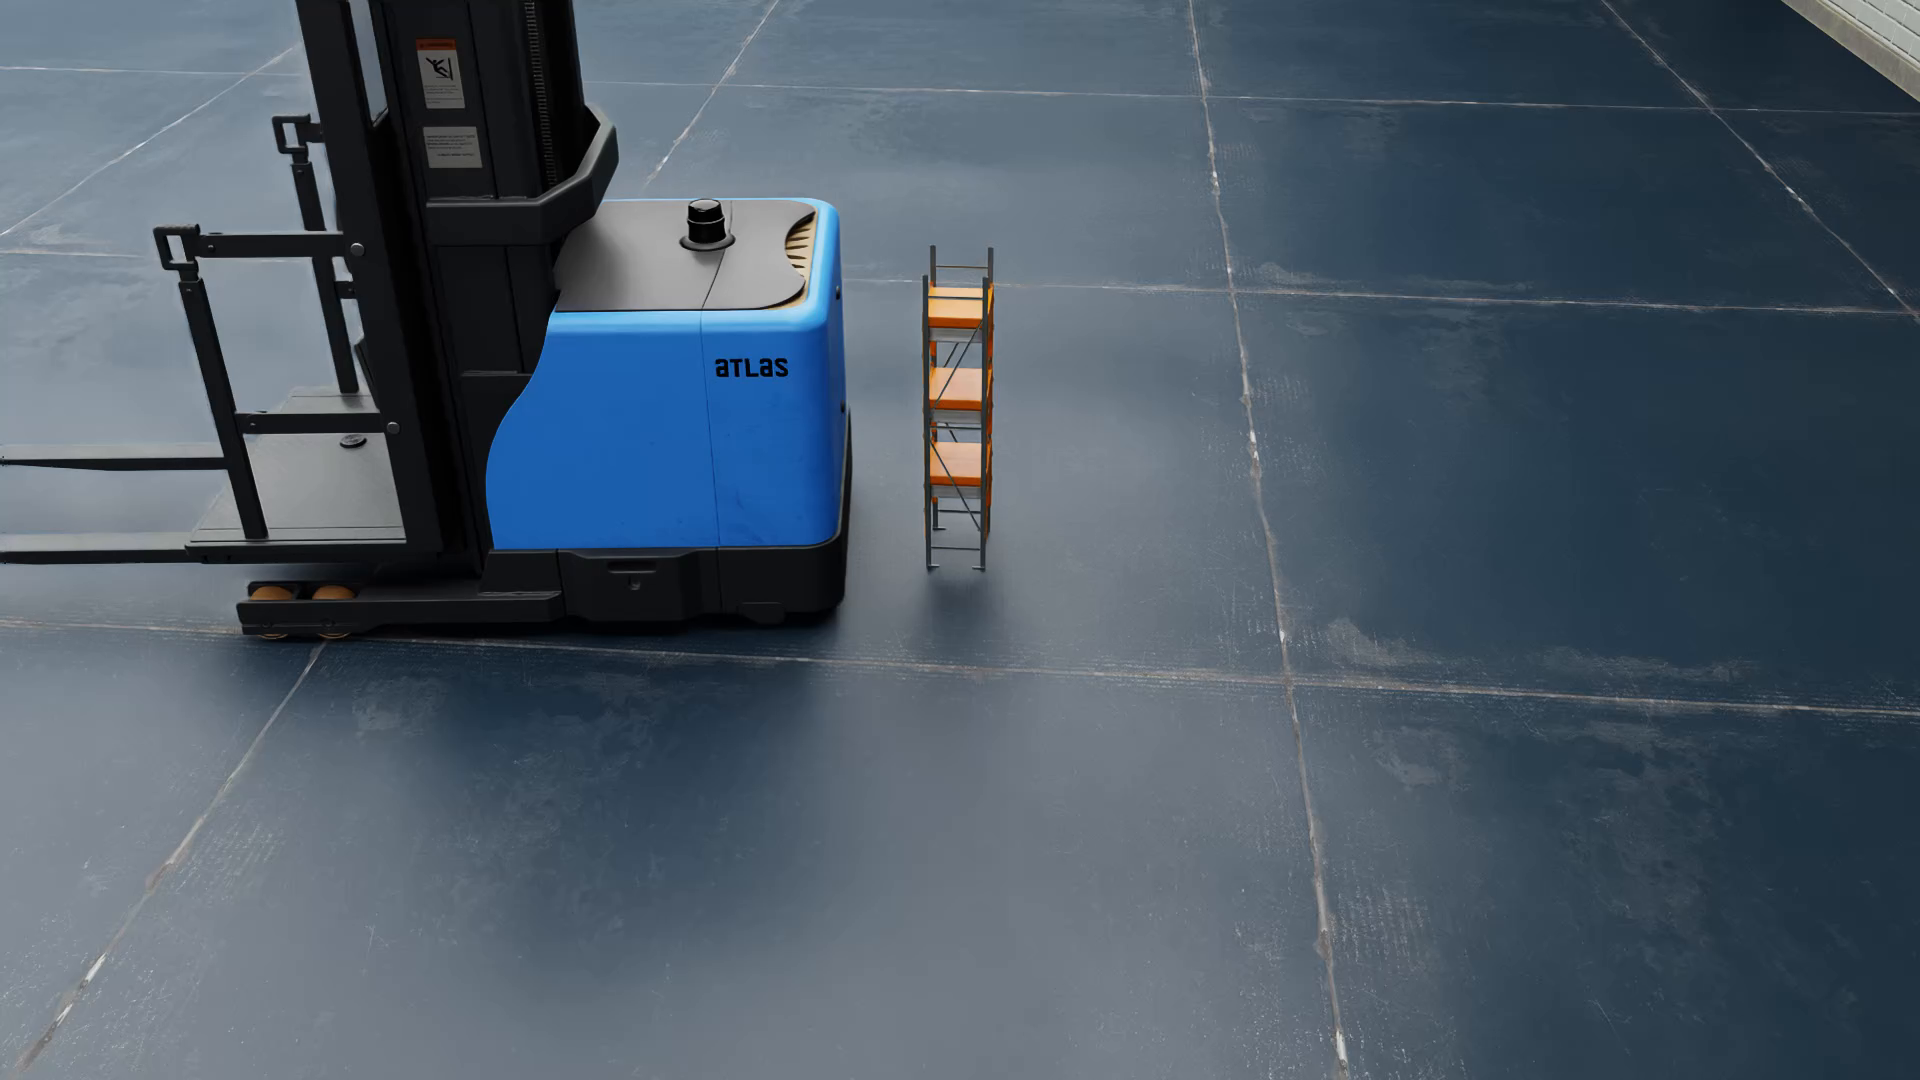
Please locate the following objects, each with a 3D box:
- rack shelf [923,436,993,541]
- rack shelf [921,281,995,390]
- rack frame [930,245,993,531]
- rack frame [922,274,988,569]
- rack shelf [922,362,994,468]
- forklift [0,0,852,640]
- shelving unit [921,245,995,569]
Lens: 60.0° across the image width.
[{"bbox_3d":[-0.004,-0.173,5.581,0.215,0.259,0.240,2,32,4],"label":"rack shelf"},{"bbox_3d":[-0.004,-0.652,5.286,0.215,0.259,0.240,2,32,4],"label":"rack shelf"},{"bbox_3d":[0.006,-0.483,5.533,0.200,1.050,0.008,2,32,4],"label":"rack frame"},{"bbox_3d":[-0.014,-0.355,5.326,0.200,1.050,0.008,2,32,4],"label":"rack frame"},{"bbox_3d":[-0.004,-0.410,5.435,0.215,0.259,0.240,2,32,4],"label":"rack shelf"},{"bbox_3d":[-1.896,-1.216,4.929,3.031,2.935,1.130,-1,32,-1],"label":"forklift"},{"bbox_3d":[-0.004,-0.419,5.429,0.215,1.050,0.252,2,32,4],"label":"shelving unit"}]
